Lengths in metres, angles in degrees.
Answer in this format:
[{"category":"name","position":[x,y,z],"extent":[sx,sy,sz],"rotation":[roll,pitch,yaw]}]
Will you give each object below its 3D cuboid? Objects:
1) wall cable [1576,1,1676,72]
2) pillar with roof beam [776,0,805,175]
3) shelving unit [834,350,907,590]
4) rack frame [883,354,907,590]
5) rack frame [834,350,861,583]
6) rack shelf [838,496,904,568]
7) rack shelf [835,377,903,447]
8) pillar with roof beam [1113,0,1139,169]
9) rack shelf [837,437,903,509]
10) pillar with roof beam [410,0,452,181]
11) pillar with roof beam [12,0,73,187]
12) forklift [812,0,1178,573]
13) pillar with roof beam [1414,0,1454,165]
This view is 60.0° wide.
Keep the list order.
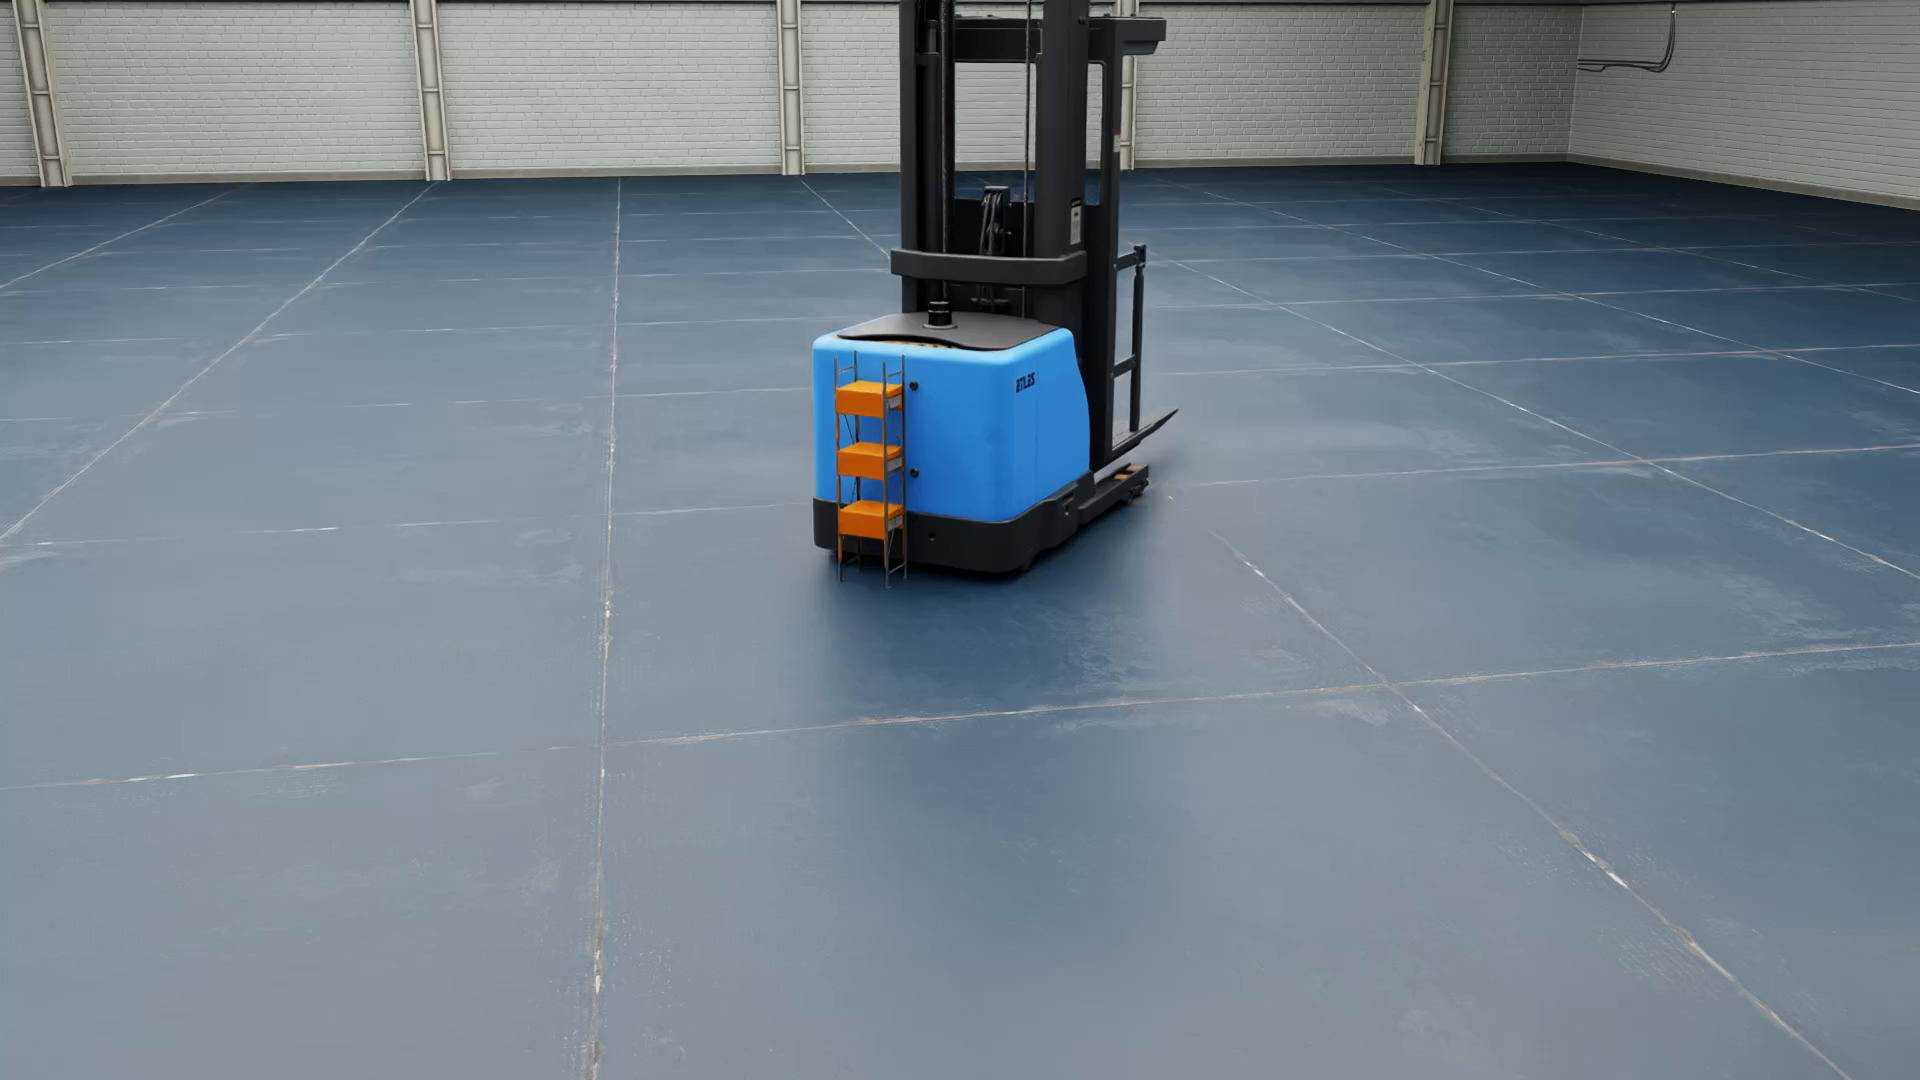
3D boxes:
[{"category":"wall cable","position":[11.983,-9.717,29.909],"extent":[0.112,2.526,3.097],"rotation":[-3,17,-10]},{"category":"pillar with roof beam","position":[-2.126,-9.509,23.944],"extent":[0.400,9.000,9.100],"rotation":[-3,17,-10]},{"category":"shelving unit","position":[-0.402,-0.317,7.556],"extent":[0.252,1.050,0.215],"rotation":[8,19,24]},{"category":"rack frame","position":[-0.292,-0.302,7.506],"extent":[0.008,1.050,0.200],"rotation":[8,19,24]},{"category":"rack frame","position":[-0.512,-0.332,7.605],"extent":[0.008,1.050,0.200],"rotation":[8,19,24]},{"category":"rack shelf","position":[-0.402,-0.041,7.640],"extent":[0.240,0.259,0.215],"rotation":[8,19,24]},{"category":"rack shelf","position":[-0.402,-0.578,7.475],"extent":[0.240,0.259,0.215],"rotation":[8,19,24]},{"category":"pillar with roof beam","position":[3.765,-9.843,25.032],"extent":[0.400,9.000,9.100],"rotation":[-3,17,-10]},{"category":"rack shelf","position":[-0.402,-0.307,7.559],"extent":[0.240,0.259,0.215],"rotation":[8,19,24]},{"category":"pillar with roof beam","position":[-8.017,-9.175,22.856],"extent":[0.400,9.000,9.100],"rotation":[-3,17,-10]},{"category":"pillar with roof beam","position":[-13.908,-8.840,21.768],"extent":[0.400,9.000,9.100],"rotation":[-3,17,-10]},{"category":"forklift","position":[0.384,-1.639,8.657],"extent":[1.130,2.935,3.031],"rotation":[8,19,24]},{"category":"pillar with roof beam","position":[9.656,-10.177,26.120],"extent":[0.400,9.000,9.100],"rotation":[-3,17,-10]}]
